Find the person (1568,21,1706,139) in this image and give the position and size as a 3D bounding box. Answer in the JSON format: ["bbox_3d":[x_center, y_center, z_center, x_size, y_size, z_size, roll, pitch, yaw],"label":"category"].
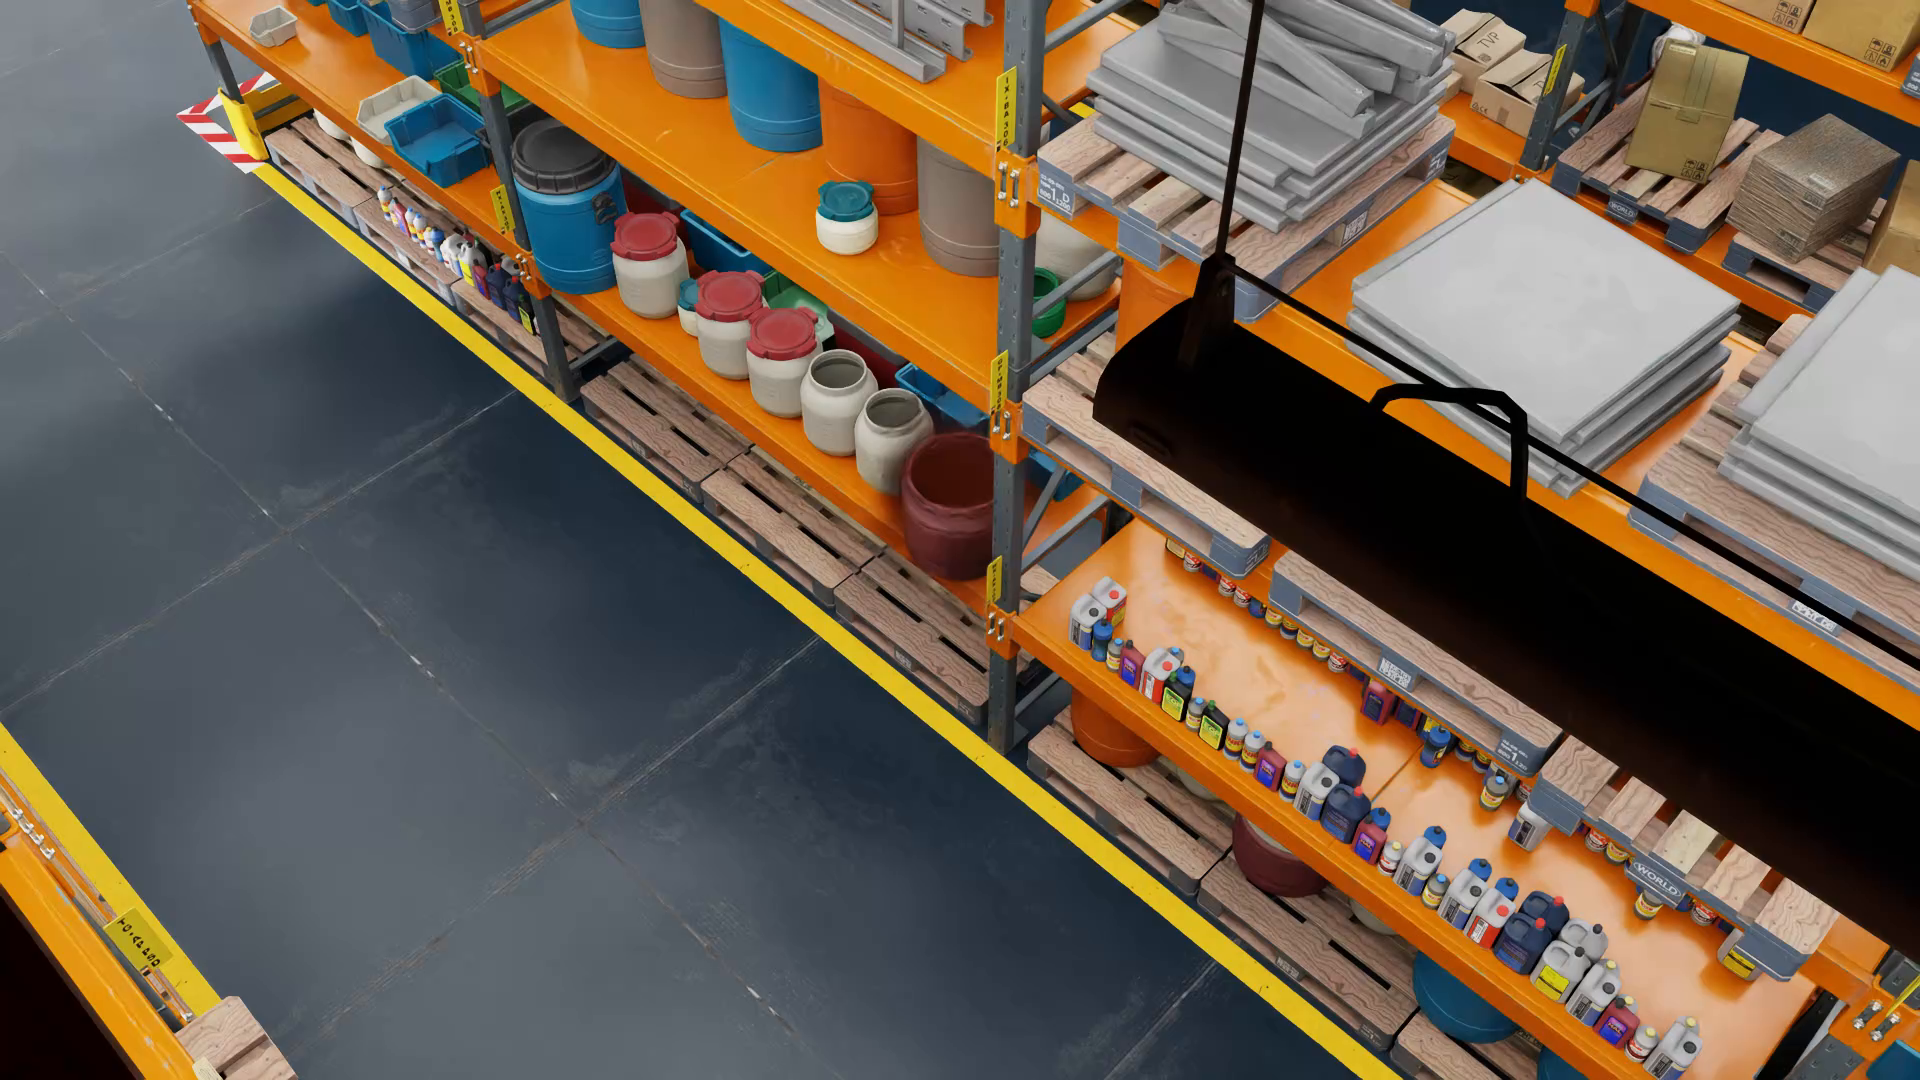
[{"bbox_3d":[5.068,-3.368,12.123,0.970,1.623,0.470,24,54,19],"label":"person"}]
